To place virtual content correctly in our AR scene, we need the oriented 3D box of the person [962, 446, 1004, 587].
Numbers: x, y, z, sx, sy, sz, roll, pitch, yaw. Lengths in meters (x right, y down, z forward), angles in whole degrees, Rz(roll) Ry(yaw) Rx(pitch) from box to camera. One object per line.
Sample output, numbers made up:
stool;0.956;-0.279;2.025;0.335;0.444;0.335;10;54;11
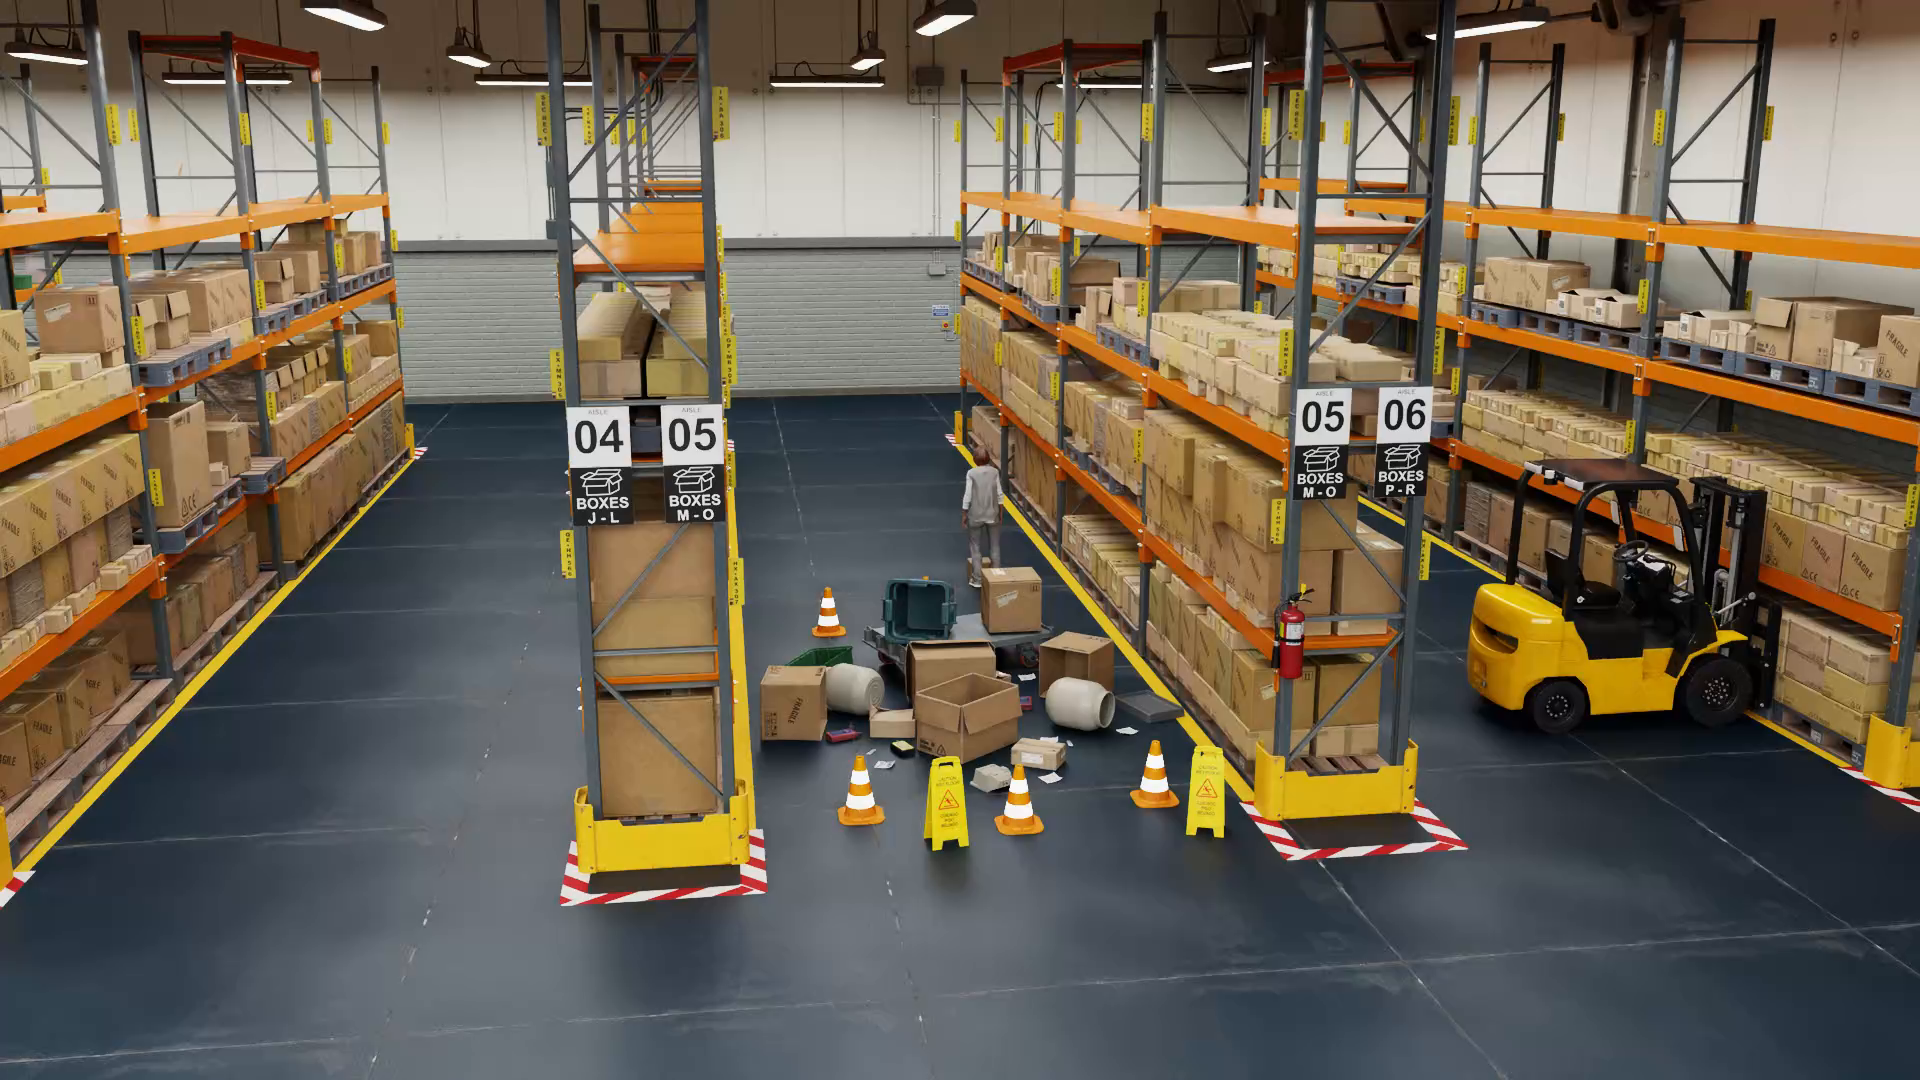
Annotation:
person;0.262;-0.252;18.565;0.484;1.594;0.369;-3;14;-11
